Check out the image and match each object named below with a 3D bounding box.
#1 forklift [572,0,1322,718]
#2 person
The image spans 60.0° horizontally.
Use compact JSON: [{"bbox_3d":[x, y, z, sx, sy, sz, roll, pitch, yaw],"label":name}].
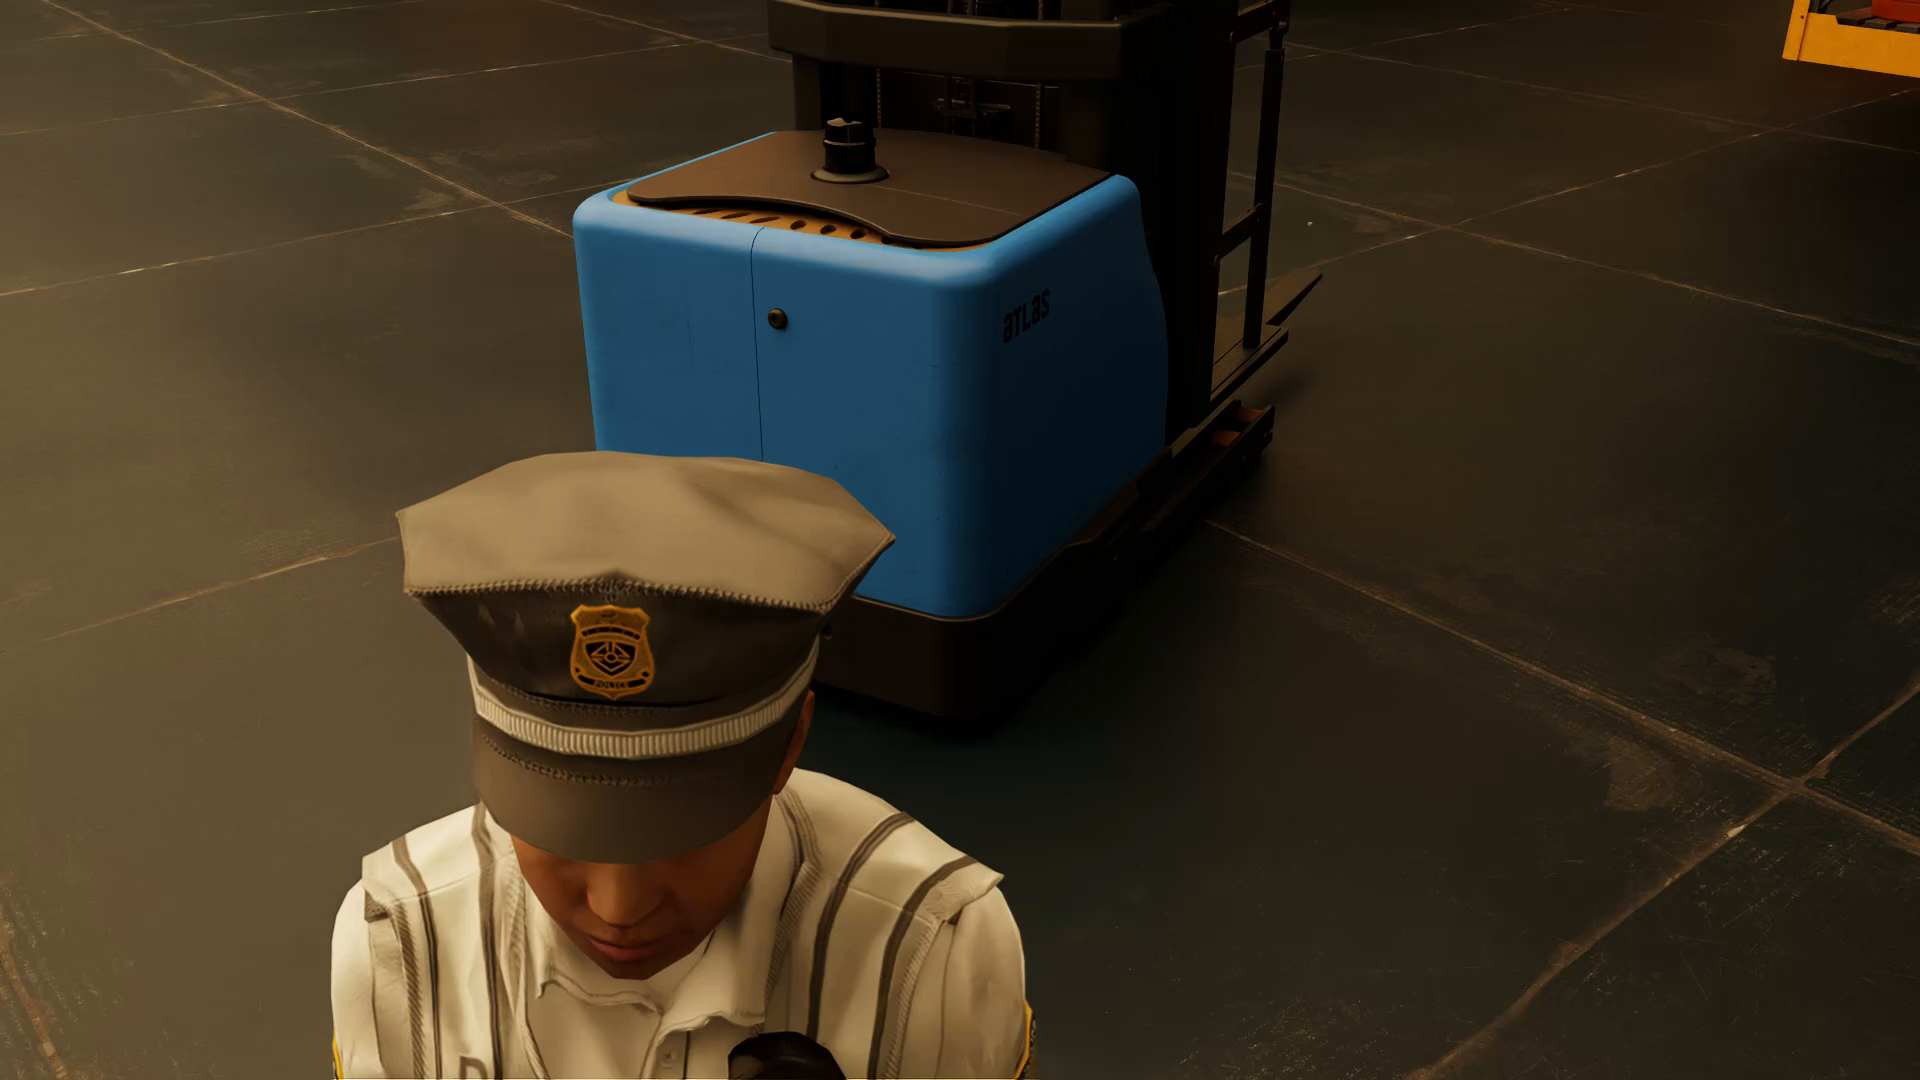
[{"bbox_3d":[0.285,-1.552,4.331,1.130,2.935,3.031,13,29,25],"label":"forklift"},{"bbox_3d":[-0.185,0.690,1.239,0.547,1.664,0.375,1,26,1],"label":"person"}]
